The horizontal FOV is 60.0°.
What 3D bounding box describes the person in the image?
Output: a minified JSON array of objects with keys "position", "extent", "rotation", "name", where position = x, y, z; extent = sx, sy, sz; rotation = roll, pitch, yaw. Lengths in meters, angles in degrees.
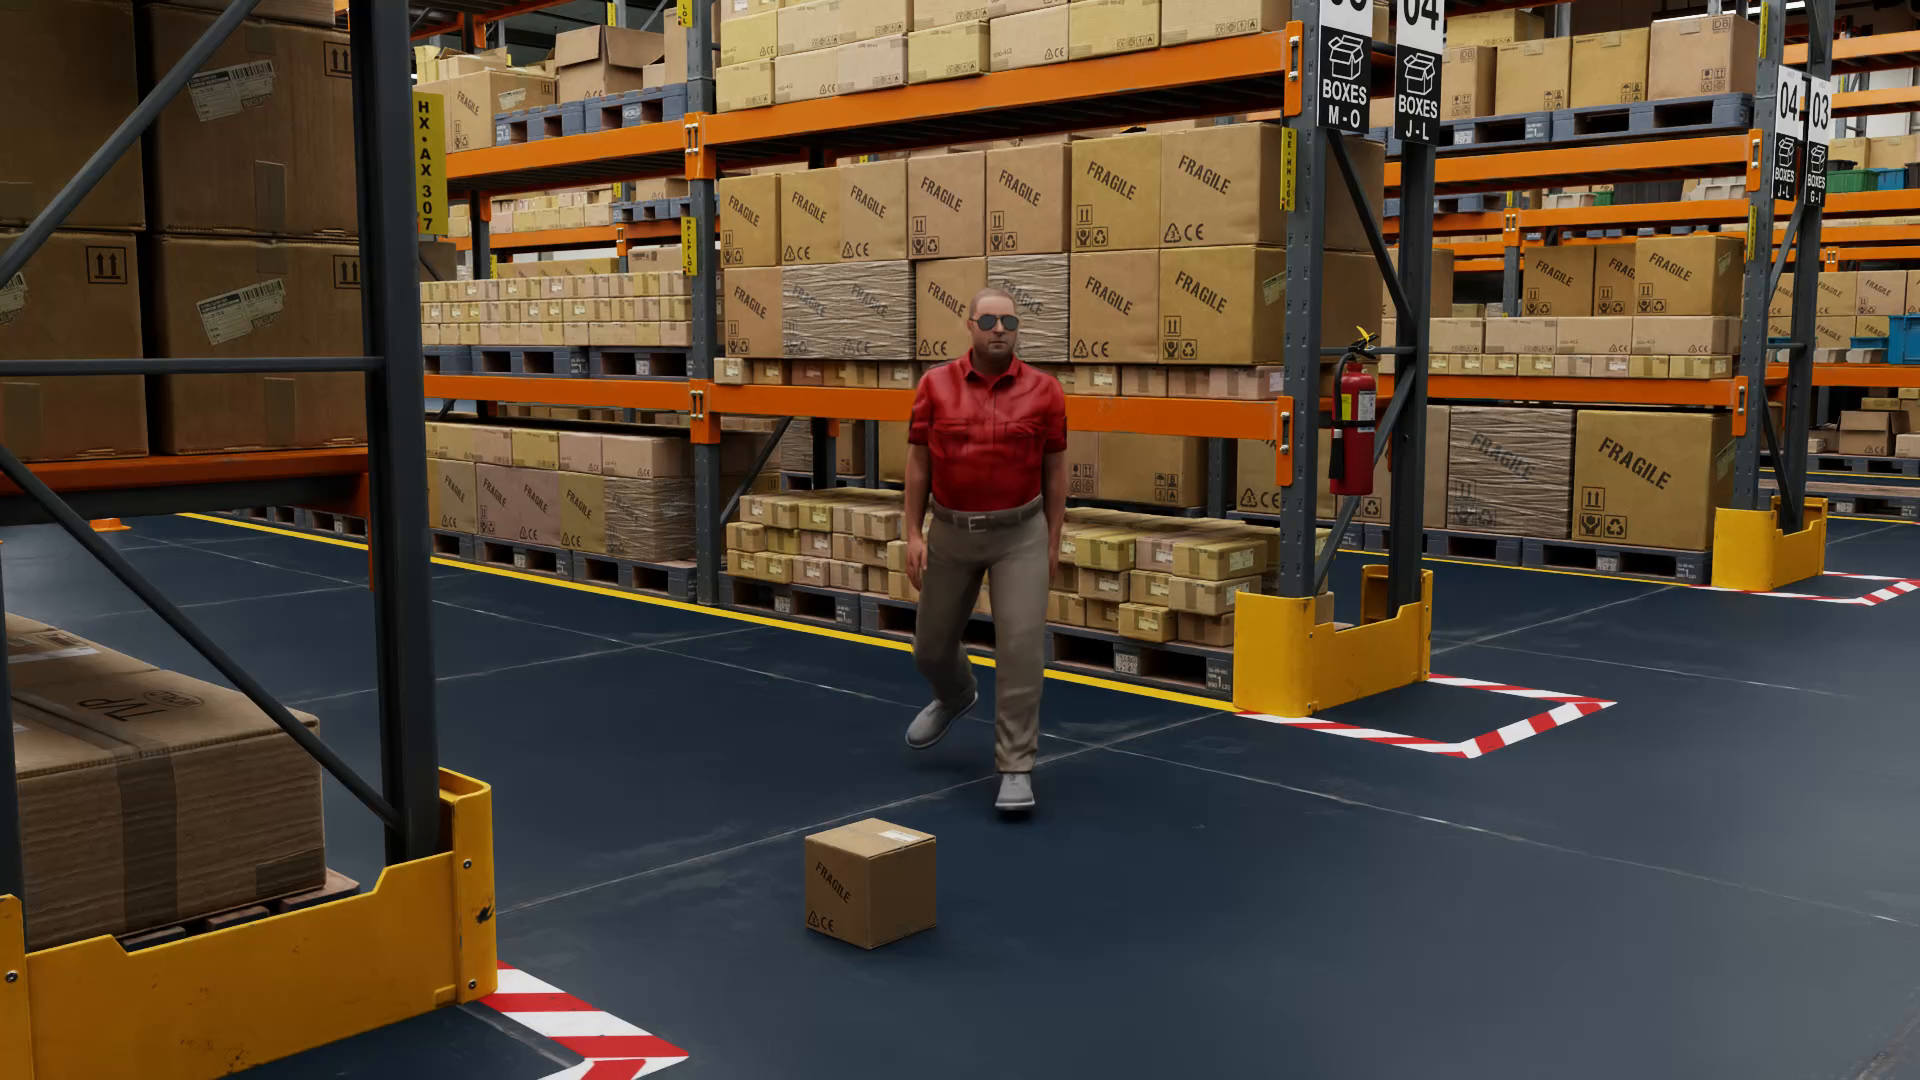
[{"position":[0.071,-0.001,5.712],"extent":[0.592,1.708,0.841],"rotation":[1,7,5],"name":"person"}]
